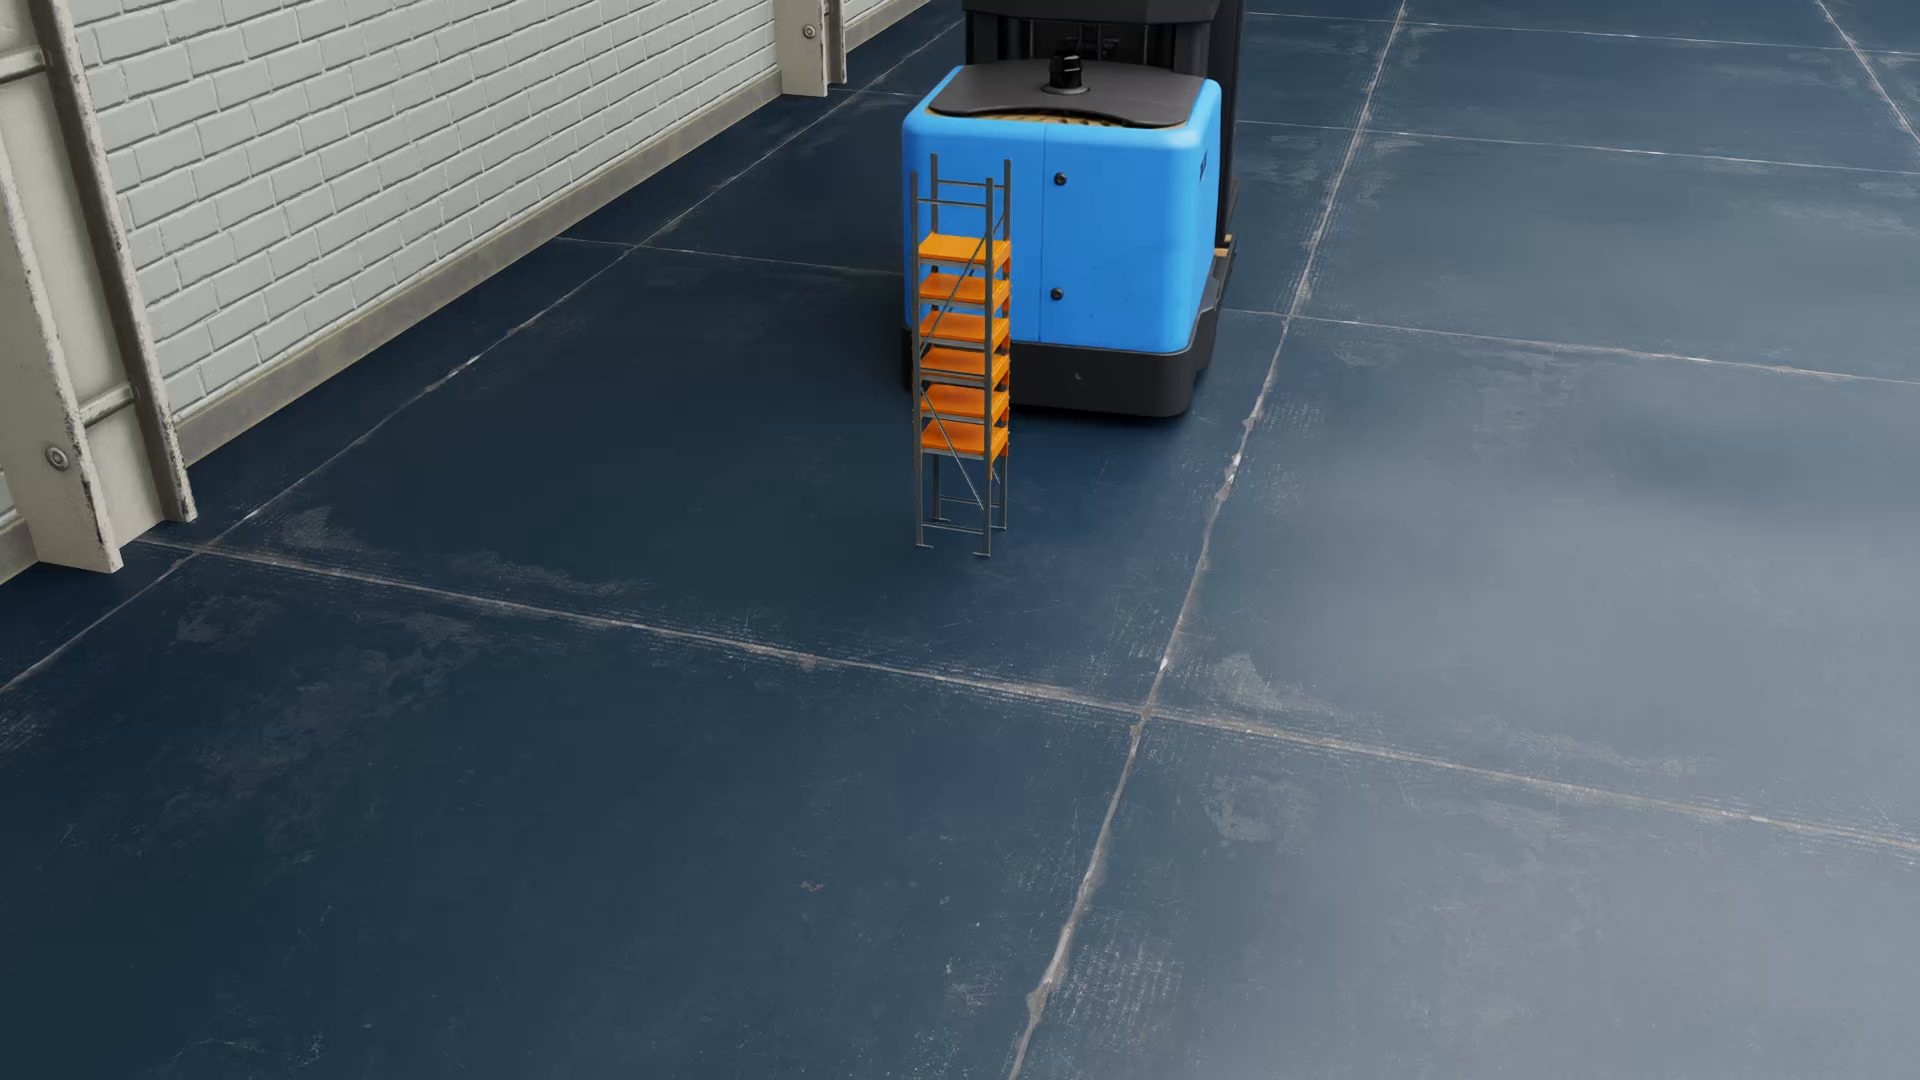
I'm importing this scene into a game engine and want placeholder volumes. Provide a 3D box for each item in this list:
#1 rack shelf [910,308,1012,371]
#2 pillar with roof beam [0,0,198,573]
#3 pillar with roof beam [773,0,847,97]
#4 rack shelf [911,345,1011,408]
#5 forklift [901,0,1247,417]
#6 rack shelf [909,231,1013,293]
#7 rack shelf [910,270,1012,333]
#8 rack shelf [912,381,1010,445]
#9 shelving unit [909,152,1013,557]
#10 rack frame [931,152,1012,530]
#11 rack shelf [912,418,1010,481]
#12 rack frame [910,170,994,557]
[{"bbox_3d":[0.004,-0.597,4.934,0.258,0.103,0.180,8,30,15],"label":"rack shelf"},{"bbox_3d":[1.441,-3.330,1.979,9.100,9.000,0.400,8,30,15],"label":"pillar with roof beam"},{"bbox_3d":[3.203,-6.118,6.991,9.100,9.000,0.400,8,30,15],"label":"pillar with roof beam"},{"bbox_3d":[0.004,-0.492,4.992,0.258,0.103,0.180,8,30,15],"label":"rack shelf"},{"bbox_3d":[0.617,-2.415,6.577,1.130,2.935,3.031,6,30,11],"label":"forklift"},{"bbox_3d":[0.004,-0.807,4.817,0.258,0.103,0.180,8,30,15],"label":"rack shelf"},{"bbox_3d":[0.004,-0.702,4.875,0.258,0.103,0.180,8,30,15],"label":"rack shelf"},{"bbox_3d":[0.004,-0.387,5.050,0.258,0.103,0.180,8,30,15],"label":"rack shelf"},{"bbox_3d":[0.004,-0.531,4.970,0.258,1.200,0.189,8,30,15],"label":"shelving unit"},{"bbox_3d":[0.031,-0.574,5.047,0.240,1.200,0.006,8,30,15],"label":"rack frame"},{"bbox_3d":[0.004,-0.282,5.109,0.258,0.103,0.180,8,30,15],"label":"rack shelf"},{"bbox_3d":[-0.023,-0.489,4.894,0.240,1.200,0.006,8,30,15],"label":"rack frame"}]
